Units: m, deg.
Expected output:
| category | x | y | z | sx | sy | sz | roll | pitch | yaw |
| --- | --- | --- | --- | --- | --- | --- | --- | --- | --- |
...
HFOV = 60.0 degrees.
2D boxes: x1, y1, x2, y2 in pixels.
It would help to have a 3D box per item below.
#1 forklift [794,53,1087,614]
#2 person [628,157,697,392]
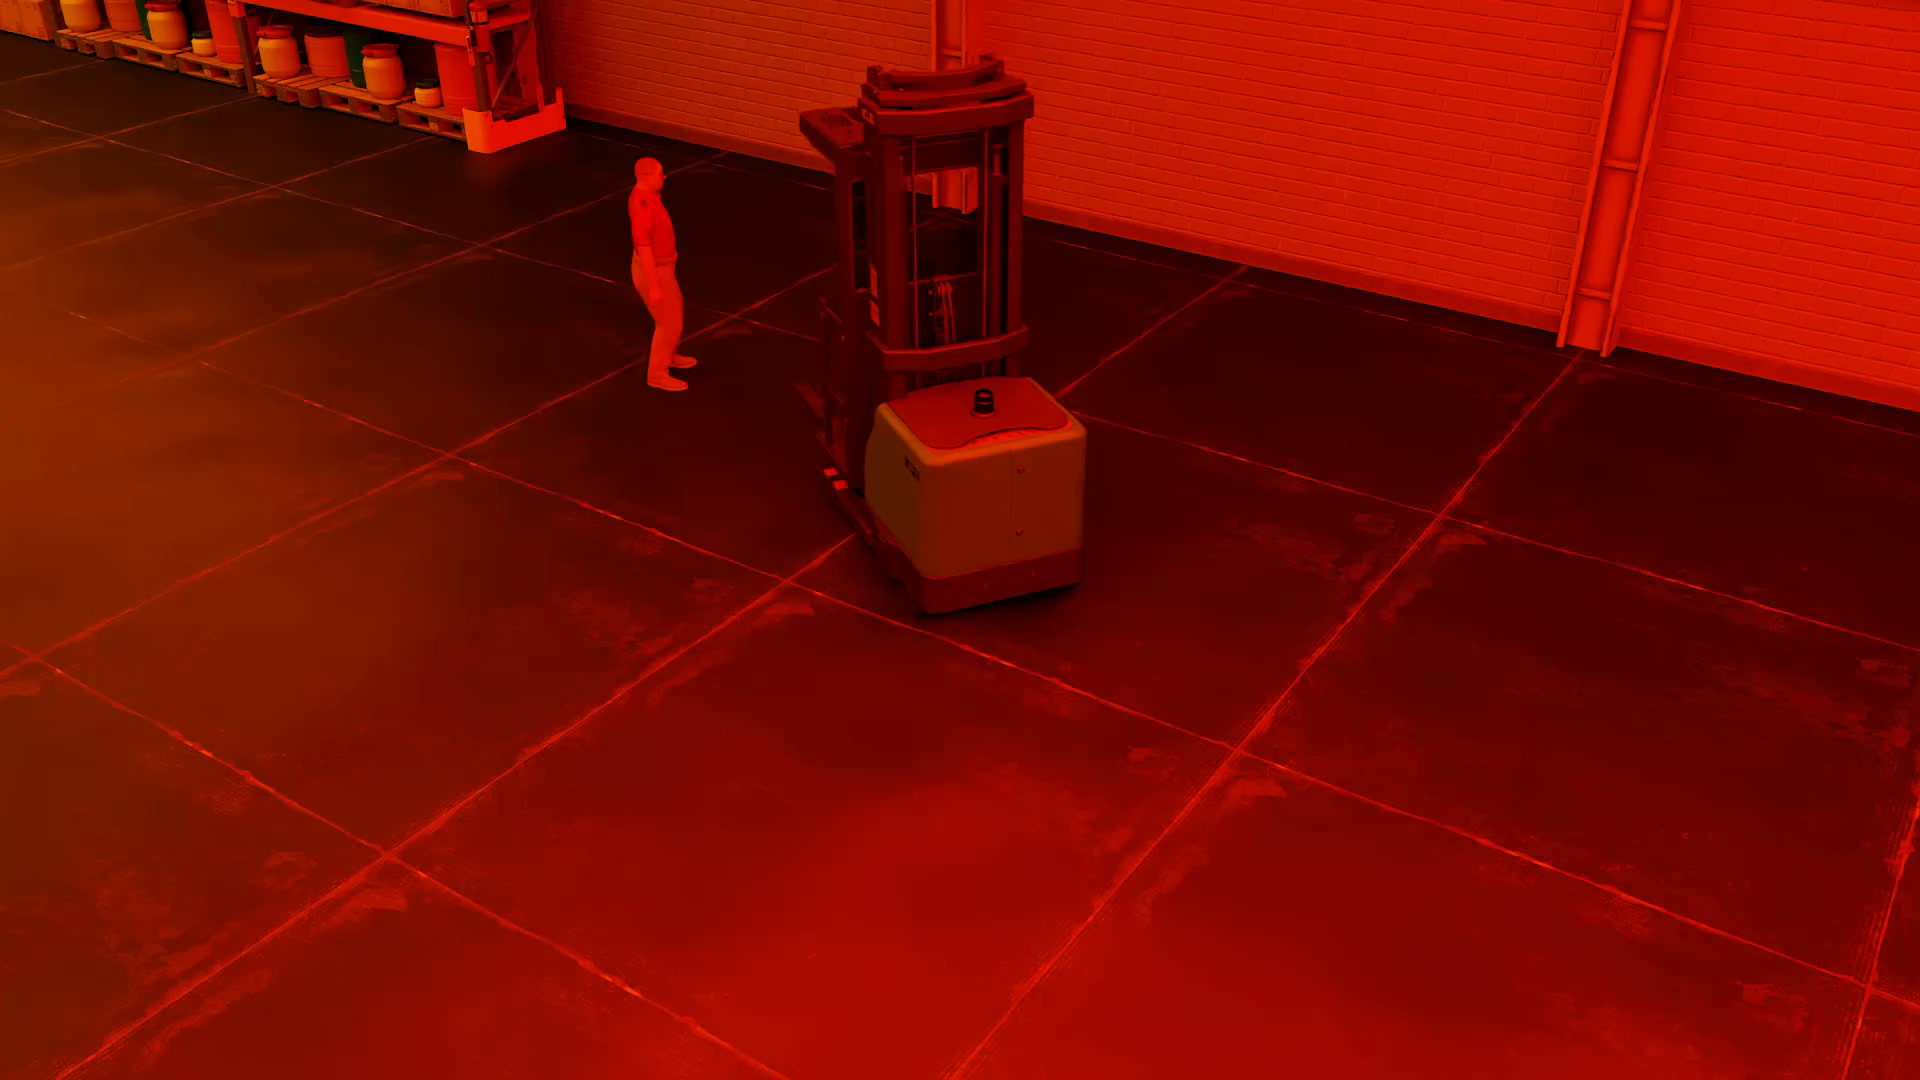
| category | x | y | z | sx | sy | sz | roll | pitch | yaw |
| --- | --- | --- | --- | --- | --- | --- | --- | --- | --- |
| forklift | -0.297 | -1.565 | 10.276 | 1.130 | 2.935 | 3.031 | -12 | 32 | -20 |
| person | -2.192 | -1.974 | 12.199 | 0.429 | 1.709 | 0.726 | -7 | 31 | -12 |
